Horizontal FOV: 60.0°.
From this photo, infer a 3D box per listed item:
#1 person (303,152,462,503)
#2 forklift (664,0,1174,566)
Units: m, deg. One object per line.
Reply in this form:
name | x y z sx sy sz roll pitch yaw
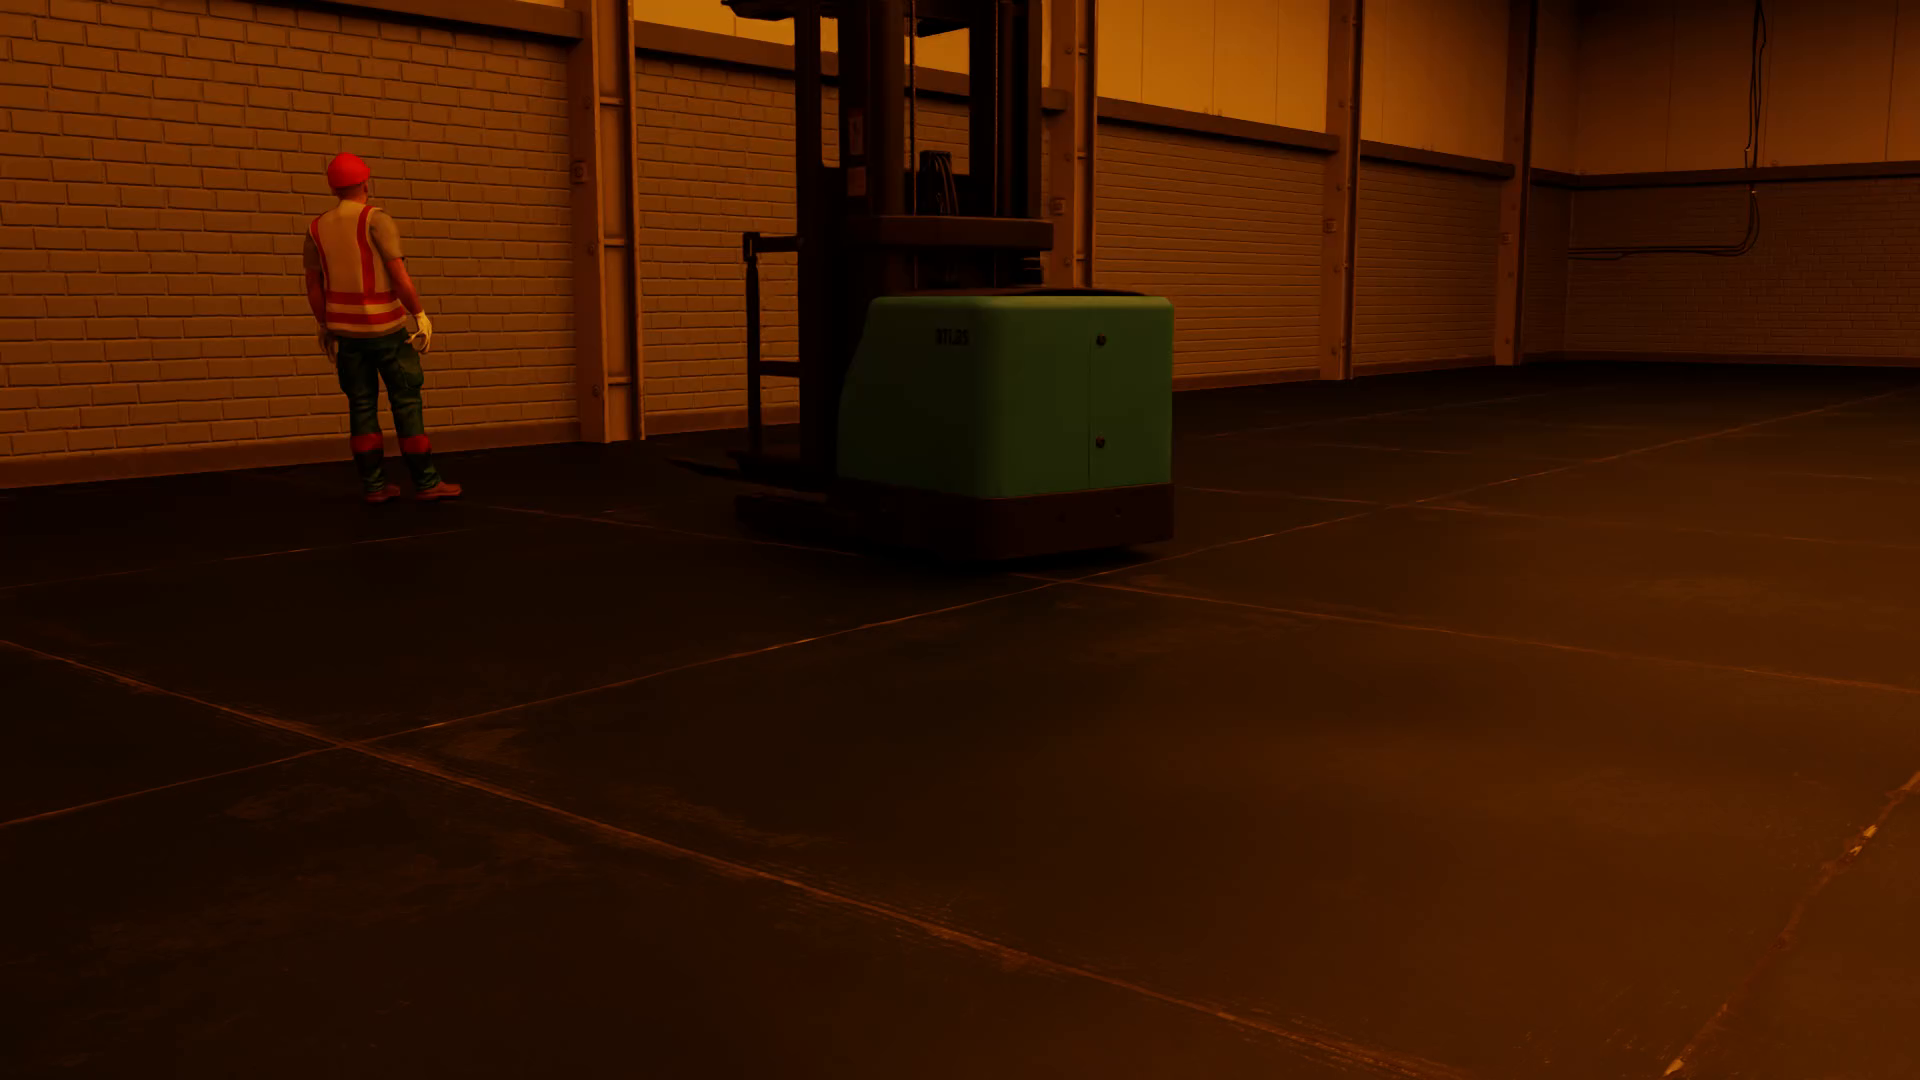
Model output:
person | -3.026 -1.095 8.662 0.639 1.787 0.565 2 9 14
forklift | -0.395 -1.516 7.640 1.130 2.935 3.031 -6 10 -37
